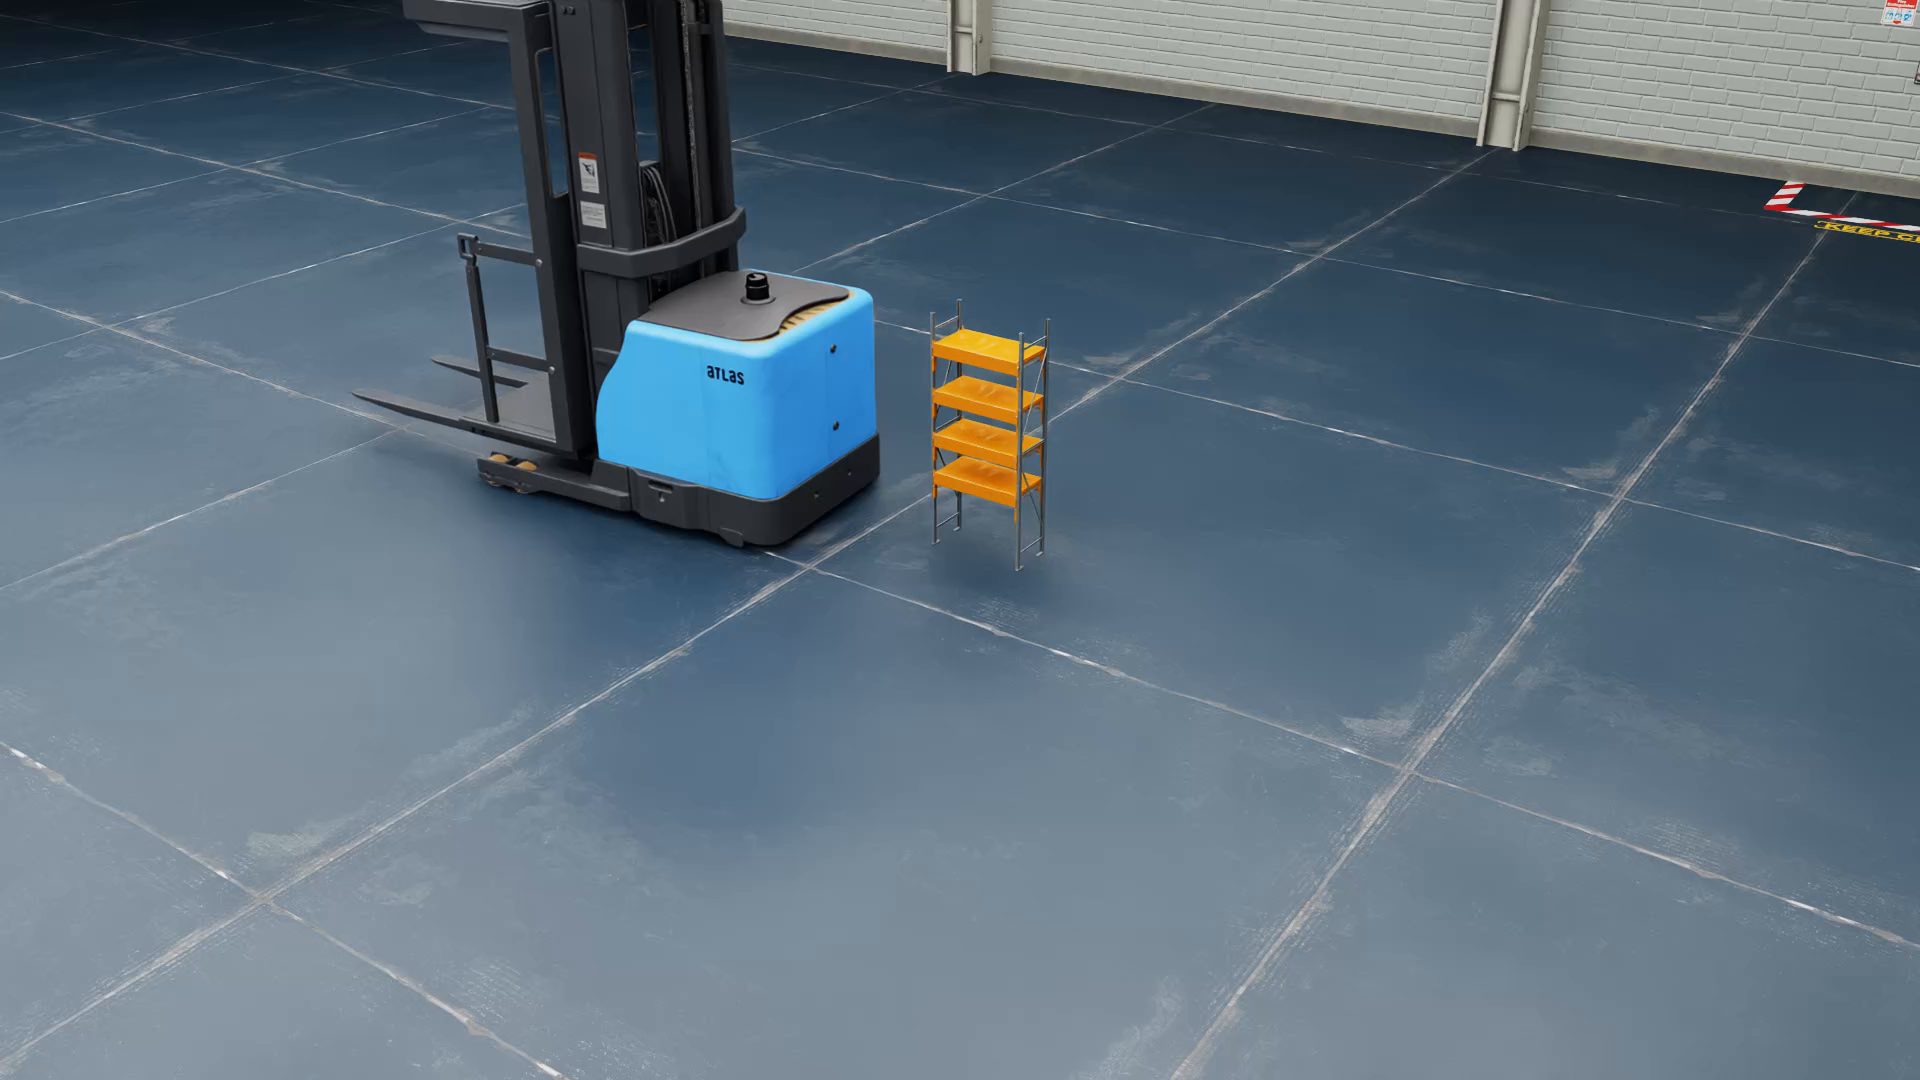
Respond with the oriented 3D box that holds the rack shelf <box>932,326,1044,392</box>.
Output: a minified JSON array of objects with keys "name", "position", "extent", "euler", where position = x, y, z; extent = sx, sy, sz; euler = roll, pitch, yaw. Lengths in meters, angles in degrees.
[{"name":"rack shelf","position":[0.136,-0.842,7.716],"extent":[0.480,0.148,0.258],"euler":[17,32,30]}]

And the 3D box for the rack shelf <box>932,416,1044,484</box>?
[{"name":"rack shelf","position":[0.136,-0.432,7.925],"extent":[0.480,0.148,0.258],"euler":[17,32,30]}]

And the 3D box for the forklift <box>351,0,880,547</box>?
[{"name":"forklift","position":[-1.961,-1.740,8.438],"extent":[3.031,2.935,1.130],"euler":[14,30,26]}]

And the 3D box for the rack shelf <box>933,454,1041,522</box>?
[{"name":"rack shelf","position":[0.136,-0.255,8.015],"extent":[0.480,0.148,0.258],"euler":[17,32,30]}]

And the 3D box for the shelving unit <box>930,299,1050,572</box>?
[{"name":"shelving unit","position":[0.136,-0.492,7.894],"extent":[0.503,1.200,0.258],"euler":[17,32,30]}]

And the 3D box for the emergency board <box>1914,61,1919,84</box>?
[{"name":"emergency board","position":[7.981,-4.130,13.059],"extent":[0.626,1.169,0.157],"euler":[17,32,30]}]

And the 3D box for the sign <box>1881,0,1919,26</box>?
[{"name":"sign","position":[7.580,-4.318,13.387],"extent":[0.234,0.329,0.001],"euler":[17,32,30]}]

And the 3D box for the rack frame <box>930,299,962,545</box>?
[{"name":"rack frame","position":[-0.065,-0.555,8.017],"extent":[0.015,1.200,0.240],"euler":[17,32,30]}]

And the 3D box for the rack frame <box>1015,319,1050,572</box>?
[{"name":"rack frame","position":[0.338,-0.430,7.771],"extent":[0.015,1.200,0.240],"euler":[17,32,30]}]

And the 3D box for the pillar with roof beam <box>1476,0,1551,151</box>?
[{"name":"pillar with roof beam","position":[2.610,-6.077,10.270],"extent":[0.400,9.000,9.100],"euler":[17,32,30]}]

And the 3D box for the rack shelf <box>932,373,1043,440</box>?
[{"name":"rack shelf","position":[0.136,-0.632,7.823],"extent":[0.480,0.148,0.258],"euler":[17,32,30]}]

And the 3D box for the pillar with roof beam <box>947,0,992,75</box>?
[{"name":"pillar with roof beam","position":[-2.336,-7.618,13.298],"extent":[0.400,9.000,9.100],"euler":[17,32,30]}]
